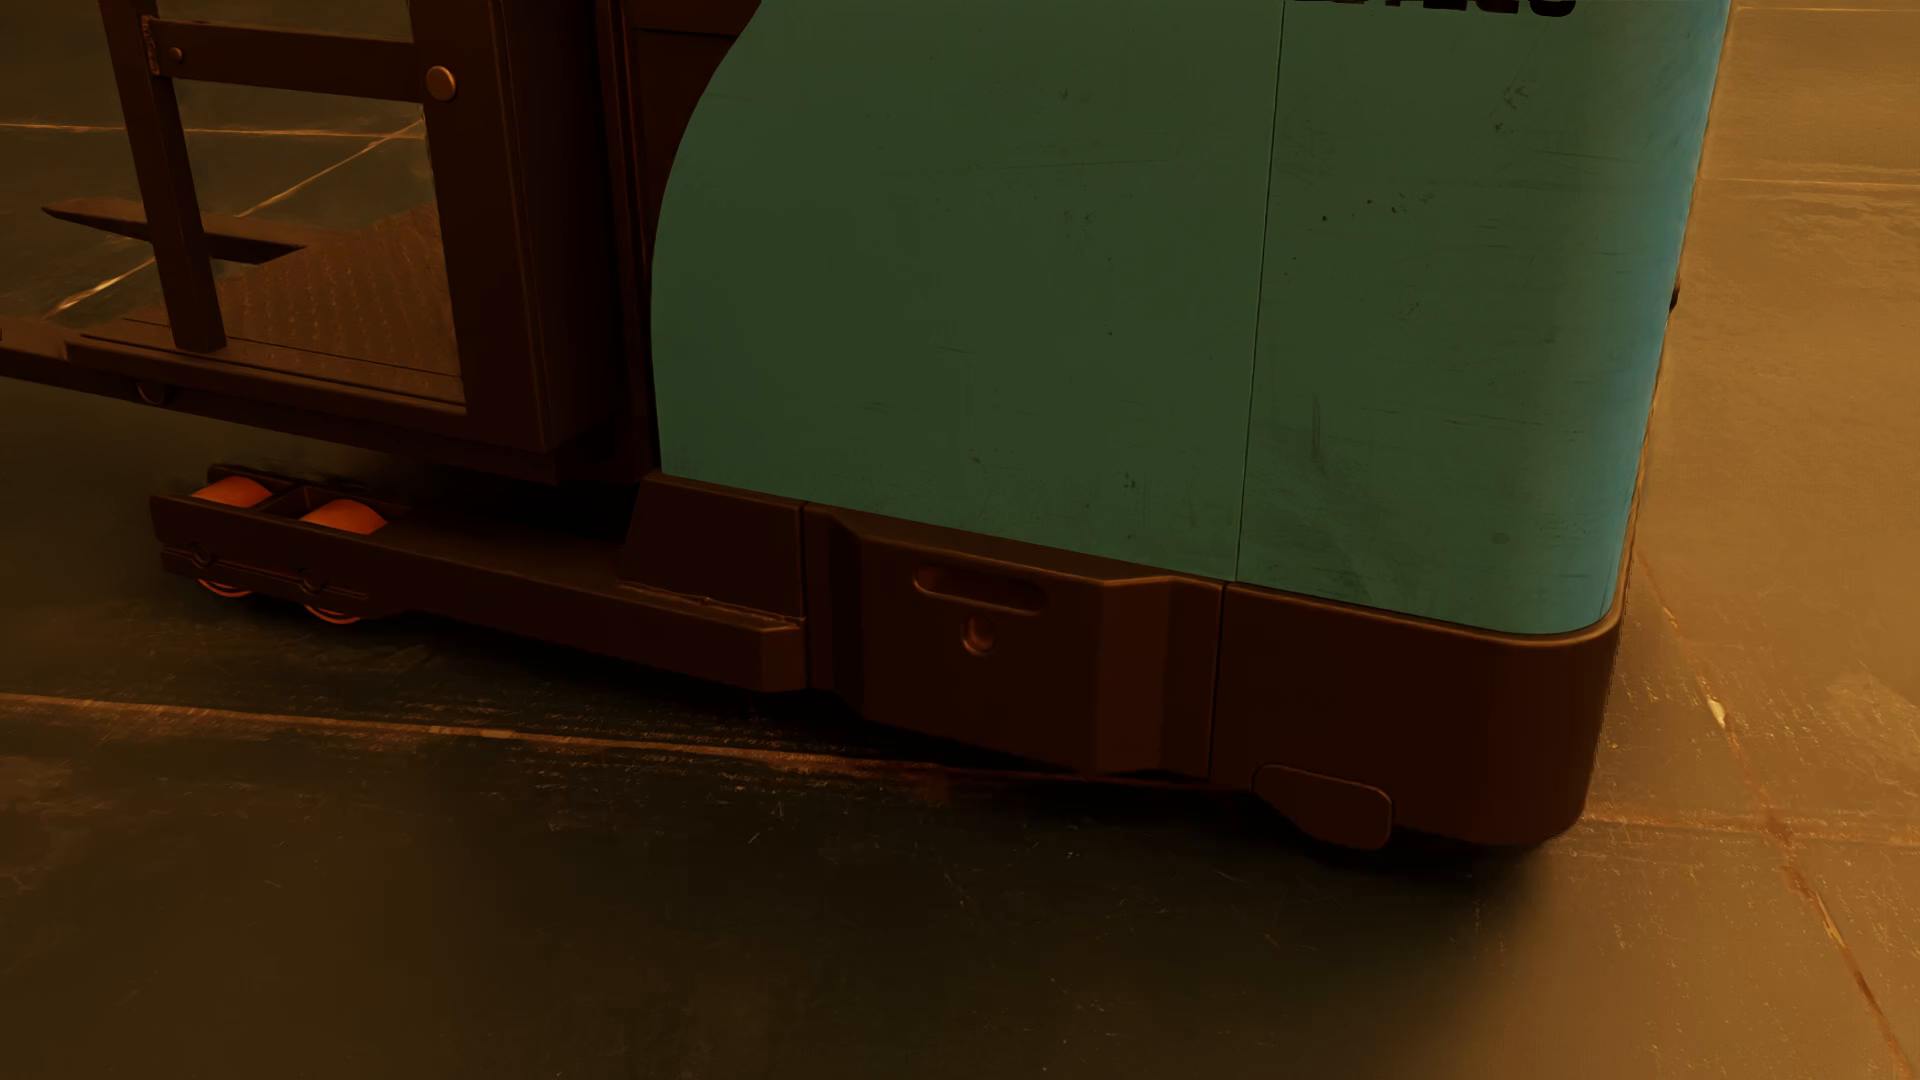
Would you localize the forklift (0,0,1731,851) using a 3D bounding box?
[{"bbox_3d":[-0.566,-1.400,2.023,3.031,2.935,1.130,11,29,21],"label":"forklift"}]
